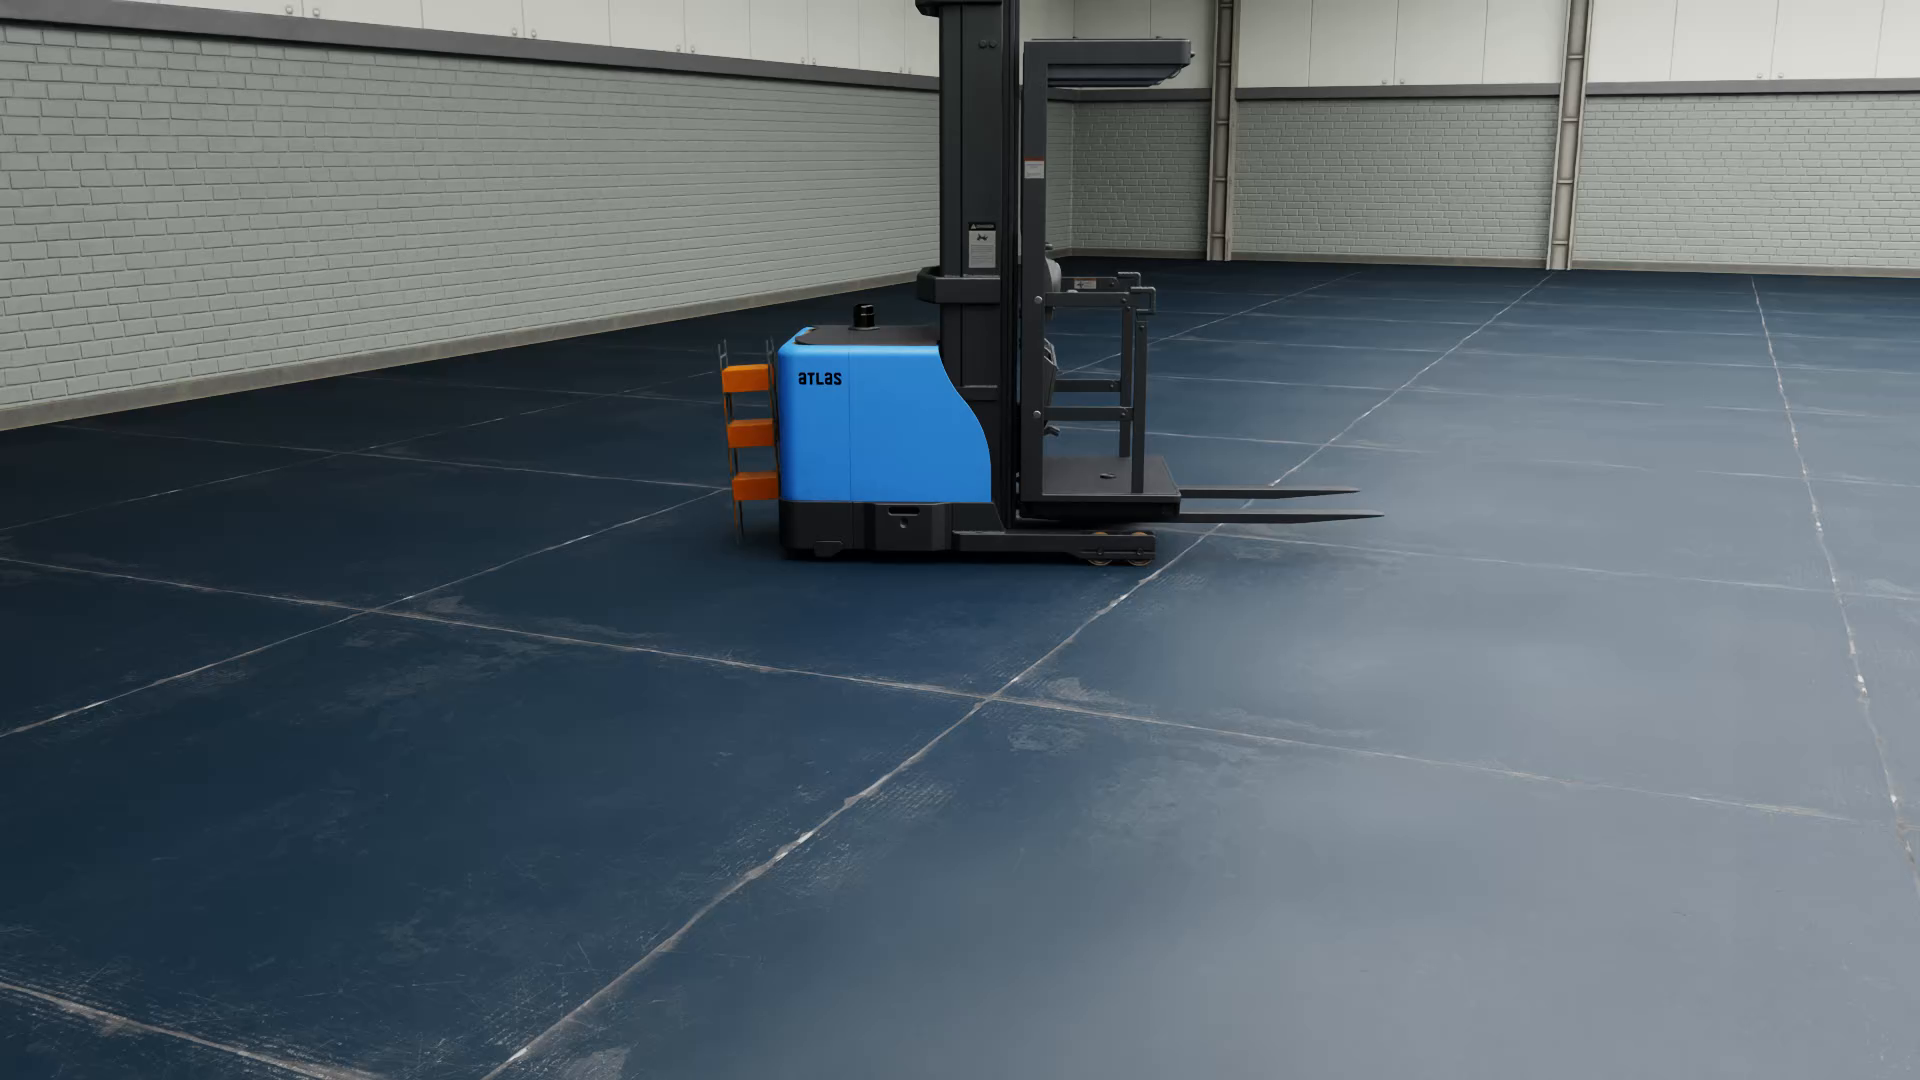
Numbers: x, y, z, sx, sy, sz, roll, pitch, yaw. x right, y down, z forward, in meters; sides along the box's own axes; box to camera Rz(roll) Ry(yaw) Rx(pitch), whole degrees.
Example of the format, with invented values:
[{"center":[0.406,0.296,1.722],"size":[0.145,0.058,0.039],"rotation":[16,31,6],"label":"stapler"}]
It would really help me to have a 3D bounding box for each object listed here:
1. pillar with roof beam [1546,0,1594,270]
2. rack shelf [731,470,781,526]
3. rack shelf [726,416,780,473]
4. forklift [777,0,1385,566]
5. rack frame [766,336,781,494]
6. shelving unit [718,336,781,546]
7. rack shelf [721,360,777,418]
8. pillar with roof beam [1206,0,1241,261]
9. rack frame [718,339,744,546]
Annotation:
[{"center":[8.569,-8.148,23.782],"size":[0.400,9.000,9.100],"rotation":[6,14,23],"label":"pillar with roof beam"},{"center":[-1.044,-0.229,8.663],"size":[0.240,0.259,0.215],"rotation":[-3,13,2],"label":"rack shelf"},{"center":[-1.061,-0.499,8.600],"size":[0.240,0.259,0.215],"rotation":[-3,13,2],"label":"rack shelf"},{"center":[0.622,-1.422,8.400],"size":[3.031,2.935,1.130],"rotation":[0,13,2],"label":"forklift"},{"center":[-0.940,-0.516,8.593],"size":[0.008,1.050,0.200],"rotation":[-3,13,2],"label":"rack frame"},{"center":[-1.062,-0.510,8.598],"size":[0.252,1.050,0.215],"rotation":[-3,13,2],"label":"shelving unit"},{"center":[-1.079,-0.775,8.536],"size":[0.240,0.259,0.215],"rotation":[-3,13,2],"label":"rack shelf"},{"center":[3.083,-8.703,26.148],"size":[0.400,9.000,9.100],"rotation":[6,14,23],"label":"pillar with roof beam"},{"center":[-1.184,-0.503,8.603],"size":[0.008,1.050,0.200],"rotation":[-3,13,2],"label":"rack frame"}]
